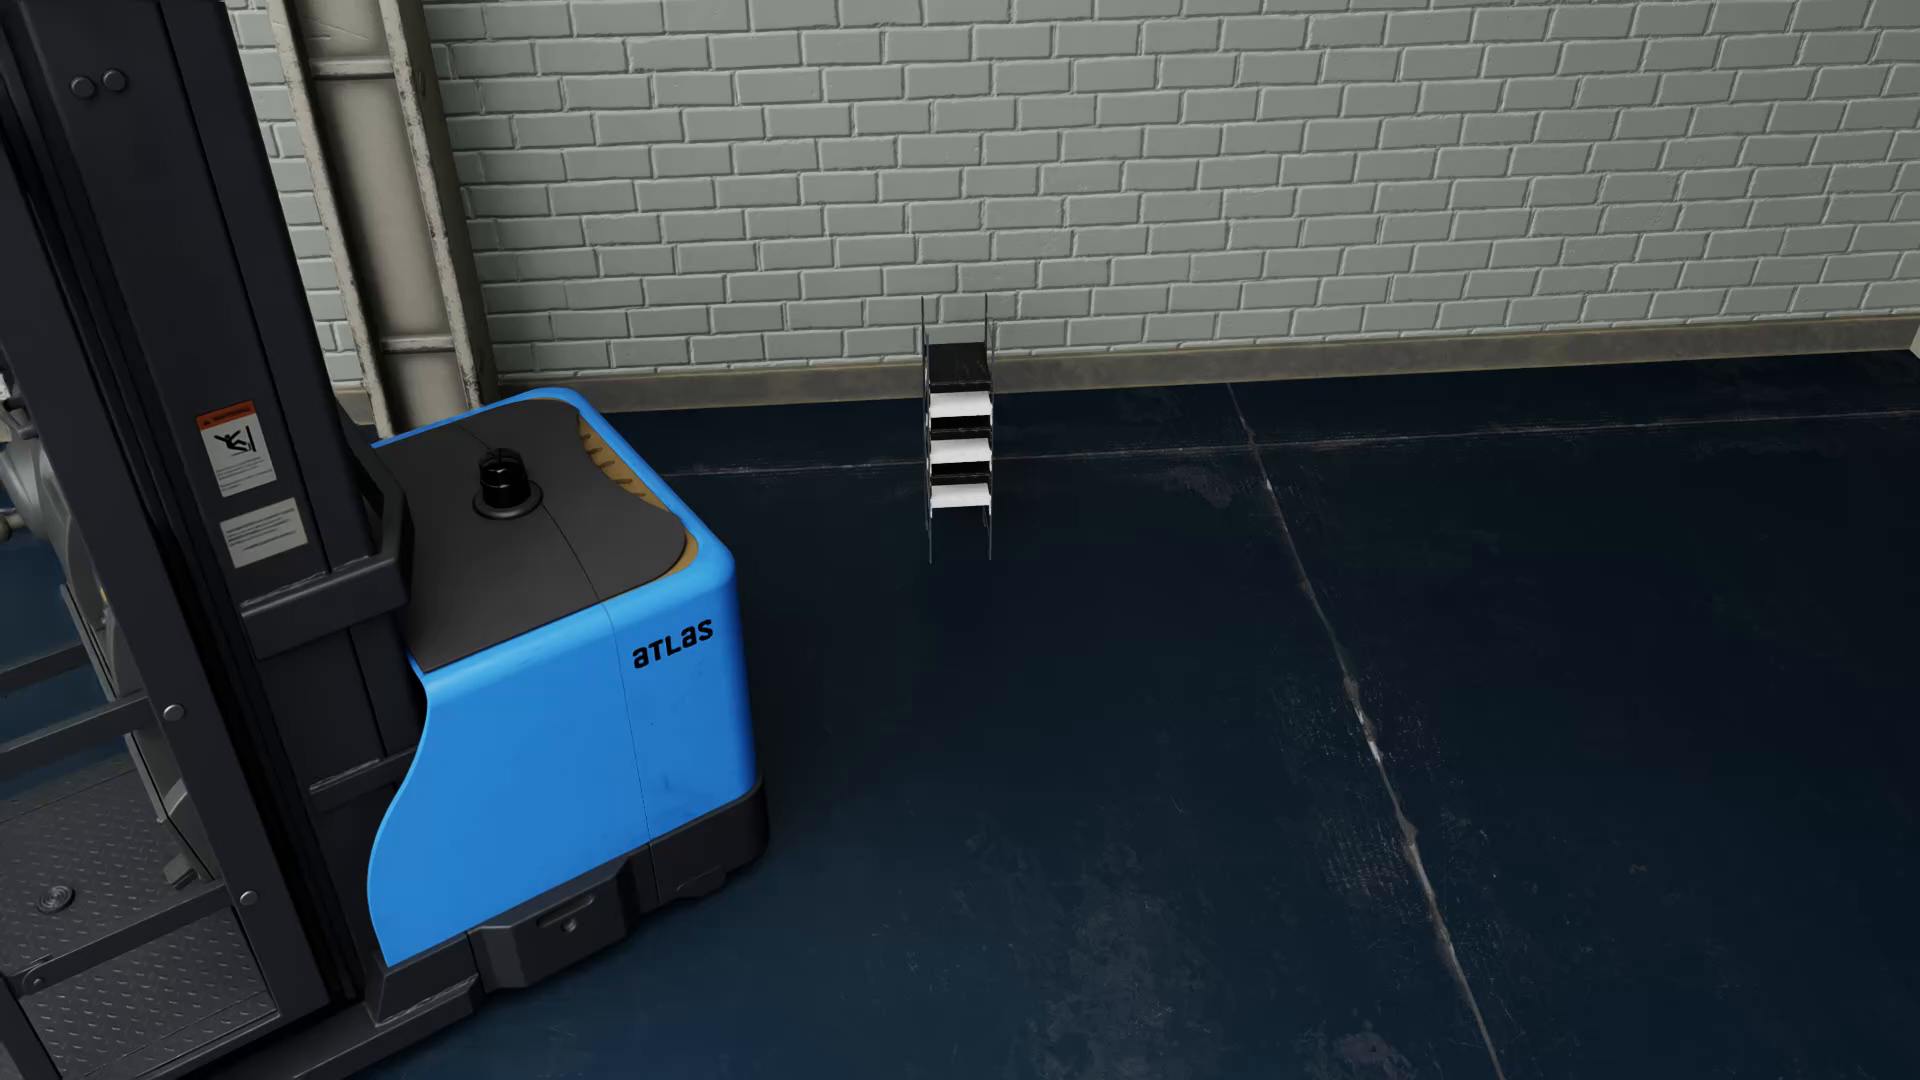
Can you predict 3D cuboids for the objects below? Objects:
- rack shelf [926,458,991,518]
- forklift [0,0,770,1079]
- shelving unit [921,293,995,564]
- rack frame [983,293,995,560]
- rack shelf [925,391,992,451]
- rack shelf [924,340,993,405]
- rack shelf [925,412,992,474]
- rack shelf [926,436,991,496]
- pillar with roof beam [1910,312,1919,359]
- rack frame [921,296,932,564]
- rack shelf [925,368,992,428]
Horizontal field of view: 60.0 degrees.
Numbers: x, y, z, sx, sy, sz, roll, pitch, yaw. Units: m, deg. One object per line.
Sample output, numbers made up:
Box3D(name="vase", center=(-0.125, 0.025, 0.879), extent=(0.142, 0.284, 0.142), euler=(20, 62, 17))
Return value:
Box3D(name="rack shelf", center=(-0.008, -0.185, 5.603), extent=(0.200, 0.077, 0.258), euler=(-3, 38, -4))
Box3D(name="forklift", center=(-2.025, 0.015, 3.365), extent=(3.031, 2.935, 1.130), euler=(-24, 44, -27))
Box3D(name="shelving unit", center=(-0.008, -0.353, 5.471), extent=(0.210, 0.900, 0.258), euler=(-3, 38, -4))
Box3D(name="rack frame", center=(0.093, -0.358, 5.478), extent=(0.006, 0.900, 0.240), euler=(-3, 38, -4))
Box3D(name="rack shelf", center=(-0.008, -0.397, 5.436), extent=(0.200, 0.077, 0.258), euler=(-3, 38, -4))
Box3D(name="rack shelf", center=(-0.008, -0.539, 5.324), extent=(0.200, 0.077, 0.258), euler=(-3, 38, -4))
Box3D(name="rack shelf", center=(-0.008, -0.327, 5.491), extent=(0.200, 0.077, 0.258), euler=(-3, 38, -4))
Box3D(name="rack shelf", center=(-0.008, -0.256, 5.547), extent=(0.200, 0.077, 0.258), euler=(-3, 38, -4))
Box3D(name="pillar with roof beam", center=(4.433, -1.588, 0.498), extent=(0.400, 9.000, 9.100), euler=(-3, 38, -4))
Box3D(name="rack frame", center=(-0.109, -0.347, 5.464), extent=(0.006, 0.900, 0.240), euler=(-3, 38, -4))
Box3D(name="rack shelf", center=(-0.008, -0.468, 5.380), extent=(0.200, 0.077, 0.258), euler=(-3, 38, -4))
